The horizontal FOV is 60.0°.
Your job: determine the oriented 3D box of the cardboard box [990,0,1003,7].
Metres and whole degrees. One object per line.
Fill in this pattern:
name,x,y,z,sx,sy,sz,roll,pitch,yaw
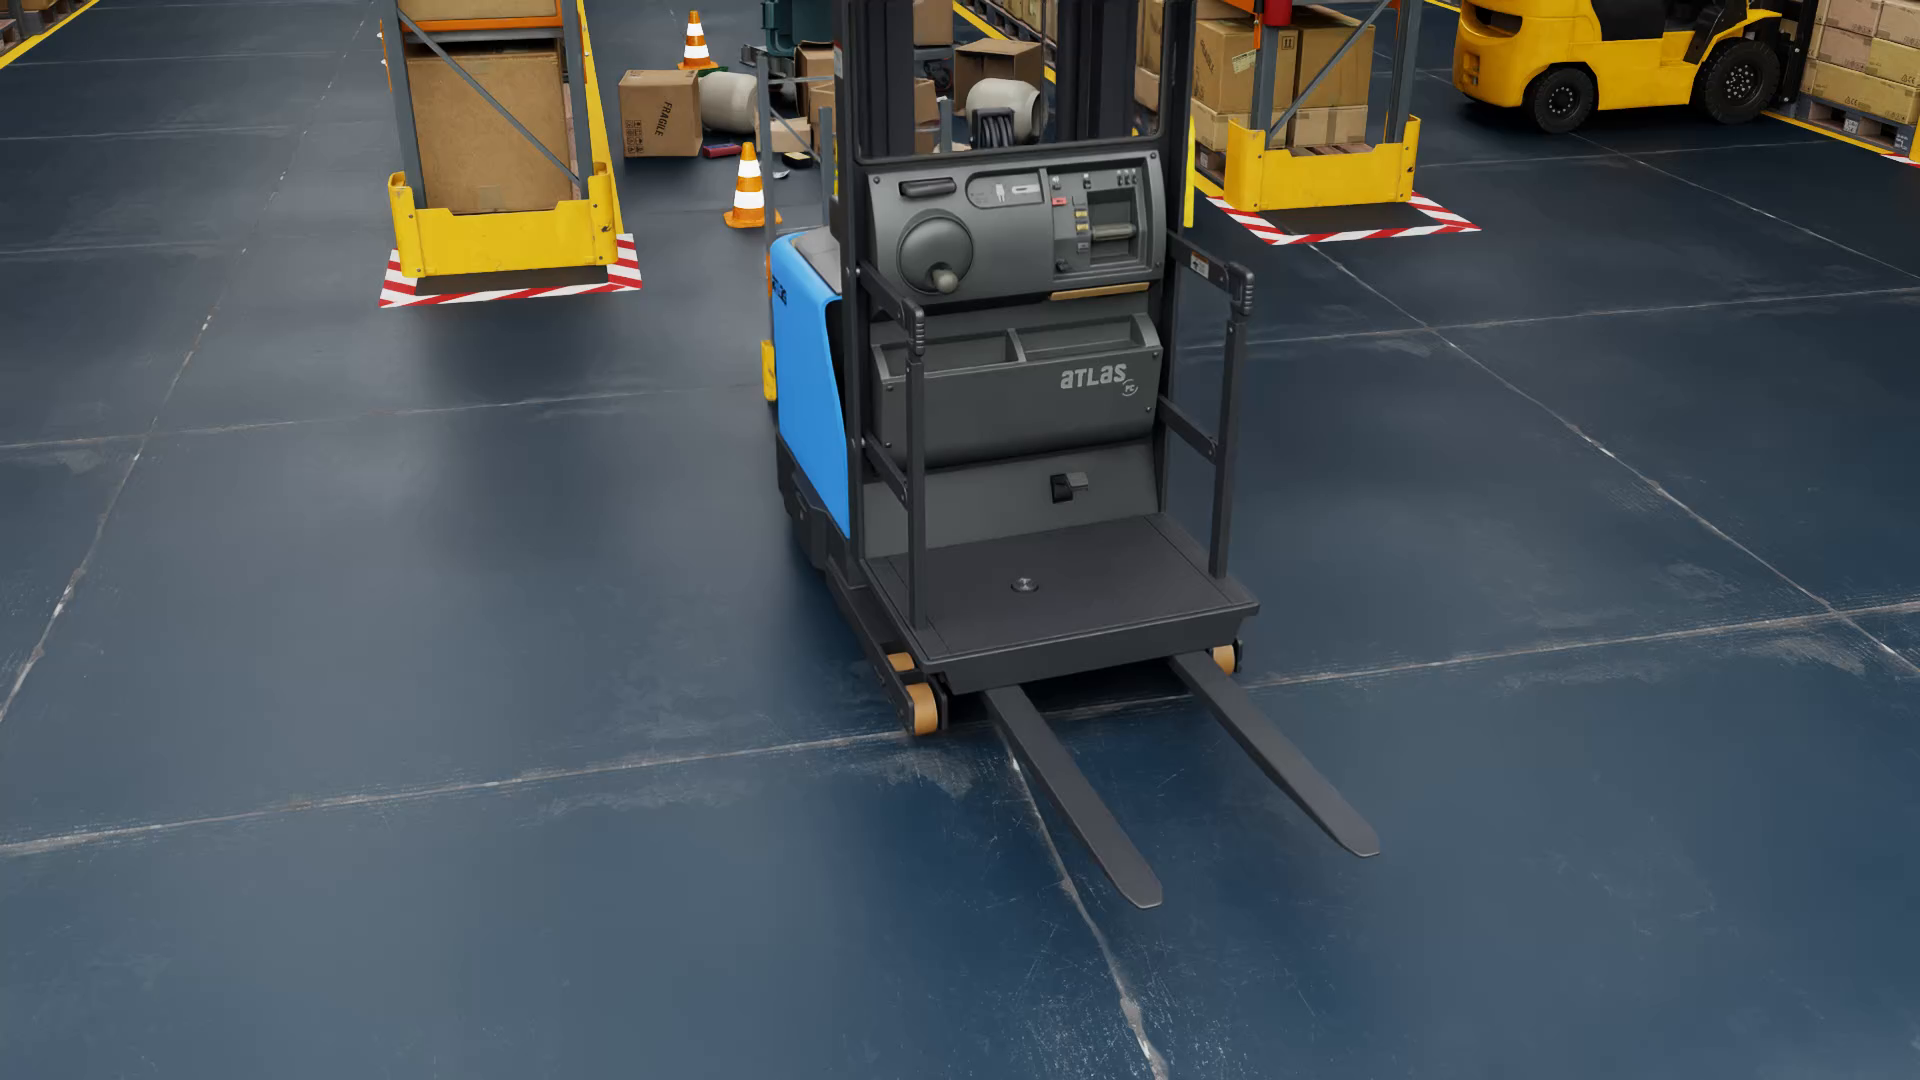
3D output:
cardboard box,0.764,-5.414,16.097,0.950,0.372,0.625,-6,27,-13

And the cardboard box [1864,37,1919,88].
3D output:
cardboard box,6.696,-3.330,11.549,0.500,0.250,0.500,-6,27,-12

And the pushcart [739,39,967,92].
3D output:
pushcart,-0.836,-3.791,13.343,1.648,0.377,0.936,-16,31,-29

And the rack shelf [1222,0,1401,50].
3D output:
rack shelf,1.824,-4.016,11.676,1.077,0.370,4.000,-6,27,-12

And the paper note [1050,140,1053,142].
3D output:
paper note,0.739,-2.857,11.877,0.142,0.019,0.148,-16,31,-29

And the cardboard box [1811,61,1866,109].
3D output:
cardboard box,6.594,-3.318,12.081,0.500,0.250,0.500,-6,27,-12

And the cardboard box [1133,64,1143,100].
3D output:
cardboard box,1.497,-3.423,12.288,0.500,0.250,0.500,-6,27,-12

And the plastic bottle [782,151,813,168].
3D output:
plastic bottle,-1.124,-2.595,11.323,0.133,0.061,0.283,-16,31,-29

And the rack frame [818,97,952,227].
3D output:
rack frame,-0.273,-0.932,6.432,0.500,1.500,0.032,-9,28,-17

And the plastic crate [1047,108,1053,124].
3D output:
plastic crate,0.929,-3.139,12.381,0.402,0.080,0.583,-16,31,-29

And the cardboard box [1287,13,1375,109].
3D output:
cardboard box,2.357,-3.147,10.909,0.500,0.500,0.500,-7,28,-13

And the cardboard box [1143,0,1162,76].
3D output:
cardboard box,1.613,-3.530,11.669,0.500,0.500,0.500,-7,28,-13

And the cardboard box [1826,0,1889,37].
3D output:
cardboard box,6.582,-3.765,11.857,0.500,0.250,0.500,-5,27,-11

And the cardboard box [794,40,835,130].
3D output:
cardboard box,-0.806,-3.329,12.137,0.797,0.637,0.503,-6,27,-12

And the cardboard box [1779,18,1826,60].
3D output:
cardboard box,6.457,-3.776,12.433,0.500,0.250,0.500,-7,28,-13

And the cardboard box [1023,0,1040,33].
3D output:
cardboard box,1.088,-4.775,14.832,0.950,0.372,0.625,-4,27,-8

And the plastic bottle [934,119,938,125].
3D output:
plastic bottle,-0.163,-3.147,12.416,0.133,0.061,0.283,-1,27,-3

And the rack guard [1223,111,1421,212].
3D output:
rack guard,2.258,-2.377,10.404,1.175,0.500,0.348,-6,27,-12

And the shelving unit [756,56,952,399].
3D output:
shelving unit,-0.442,-1.152,6.869,0.587,1.500,1.083,-9,28,-17

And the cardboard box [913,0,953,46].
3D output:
cardboard box,-0.354,-4.244,13.262,0.500,0.500,0.500,-6,27,-12

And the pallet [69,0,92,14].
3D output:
pallet,-9.559,-5.608,17.127,1.003,0.211,1.213,-6,27,-12

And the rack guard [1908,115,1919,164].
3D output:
rack guard,7.116,-2.839,11.319,1.175,0.500,0.348,-6,27,-12

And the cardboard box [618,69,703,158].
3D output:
cardboard box,-2.077,-2.976,11.589,0.500,0.500,0.500,-1,27,-3

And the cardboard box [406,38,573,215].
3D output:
cardboard box,-2.742,-2.442,9.652,0.875,0.875,0.875,-6,27,-11

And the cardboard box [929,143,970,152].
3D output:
cardboard box,0.012,-2.557,11.150,0.380,0.149,0.250,8,28,15

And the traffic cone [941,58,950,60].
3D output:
traffic cone,-0.270,-4.485,14.622,0.336,0.463,0.334,-6,27,-12

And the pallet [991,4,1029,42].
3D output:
pallet,0.918,-4.849,15.622,1.003,0.211,1.213,-6,27,-12

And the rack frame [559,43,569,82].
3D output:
rack frame,-3.426,-4.668,12.170,1.000,3.000,0.127,-6,27,-12

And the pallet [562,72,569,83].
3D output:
pallet,-3.674,-3.755,13.454,1.003,0.211,1.213,-6,27,-12

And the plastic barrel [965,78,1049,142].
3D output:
plastic barrel,0.335,-3.062,11.847,0.512,0.421,0.421,13,30,24

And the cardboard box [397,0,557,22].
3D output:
cardboard box,-2.653,-3.138,8.971,0.875,0.550,0.550,-6,27,-12

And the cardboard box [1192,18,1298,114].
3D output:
cardboard box,1.841,-3.079,10.775,0.500,0.500,0.500,-6,27,-11

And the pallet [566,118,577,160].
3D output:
pallet,-3.053,-2.545,11.058,1.003,0.211,1.213,-6,27,-12

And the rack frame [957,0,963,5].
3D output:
rack frame,0.472,-6.971,16.733,1.000,3.000,0.127,-6,27,-12

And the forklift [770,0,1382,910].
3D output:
forklift,0.254,-0.916,4.813,1.130,2.935,3.031,-9,28,-17

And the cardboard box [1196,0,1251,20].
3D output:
cardboard box,1.692,-3.523,10.935,0.380,0.149,0.250,-5,27,-10

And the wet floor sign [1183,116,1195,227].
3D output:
wet floor sign,1.275,-2.216,9.925,0.267,0.644,0.232,3,27,6

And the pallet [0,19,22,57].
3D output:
pallet,-9.008,-4.377,14.688,1.003,0.211,1.213,-6,27,-12

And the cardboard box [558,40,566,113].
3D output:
cardboard box,-3.146,-3.229,11.210,0.875,0.875,0.875,-6,27,-11

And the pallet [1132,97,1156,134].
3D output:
pallet,1.838,-3.143,12.242,1.003,0.211,1.213,-6,27,-12

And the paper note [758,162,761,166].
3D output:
paper note,-1.361,-2.550,11.292,0.032,0.001,0.123,8,28,15

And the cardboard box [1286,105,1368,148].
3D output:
cardboard box,2.363,-2.802,11.057,0.500,0.250,0.500,-6,27,-12

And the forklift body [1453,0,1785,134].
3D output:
forklift body,4.906,-4.233,12.250,2.313,2.155,1.214,-6,27,-12

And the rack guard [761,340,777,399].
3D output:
rack guard,-0.606,-0.806,7.570,0.587,0.250,0.087,-9,28,-17

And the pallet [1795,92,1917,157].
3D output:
pallet,6.897,-3.052,12.062,1.003,0.211,1.213,-6,27,-12

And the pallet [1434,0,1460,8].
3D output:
pallet,5.455,-5.867,17.639,1.003,0.211,1.213,-6,27,-12
